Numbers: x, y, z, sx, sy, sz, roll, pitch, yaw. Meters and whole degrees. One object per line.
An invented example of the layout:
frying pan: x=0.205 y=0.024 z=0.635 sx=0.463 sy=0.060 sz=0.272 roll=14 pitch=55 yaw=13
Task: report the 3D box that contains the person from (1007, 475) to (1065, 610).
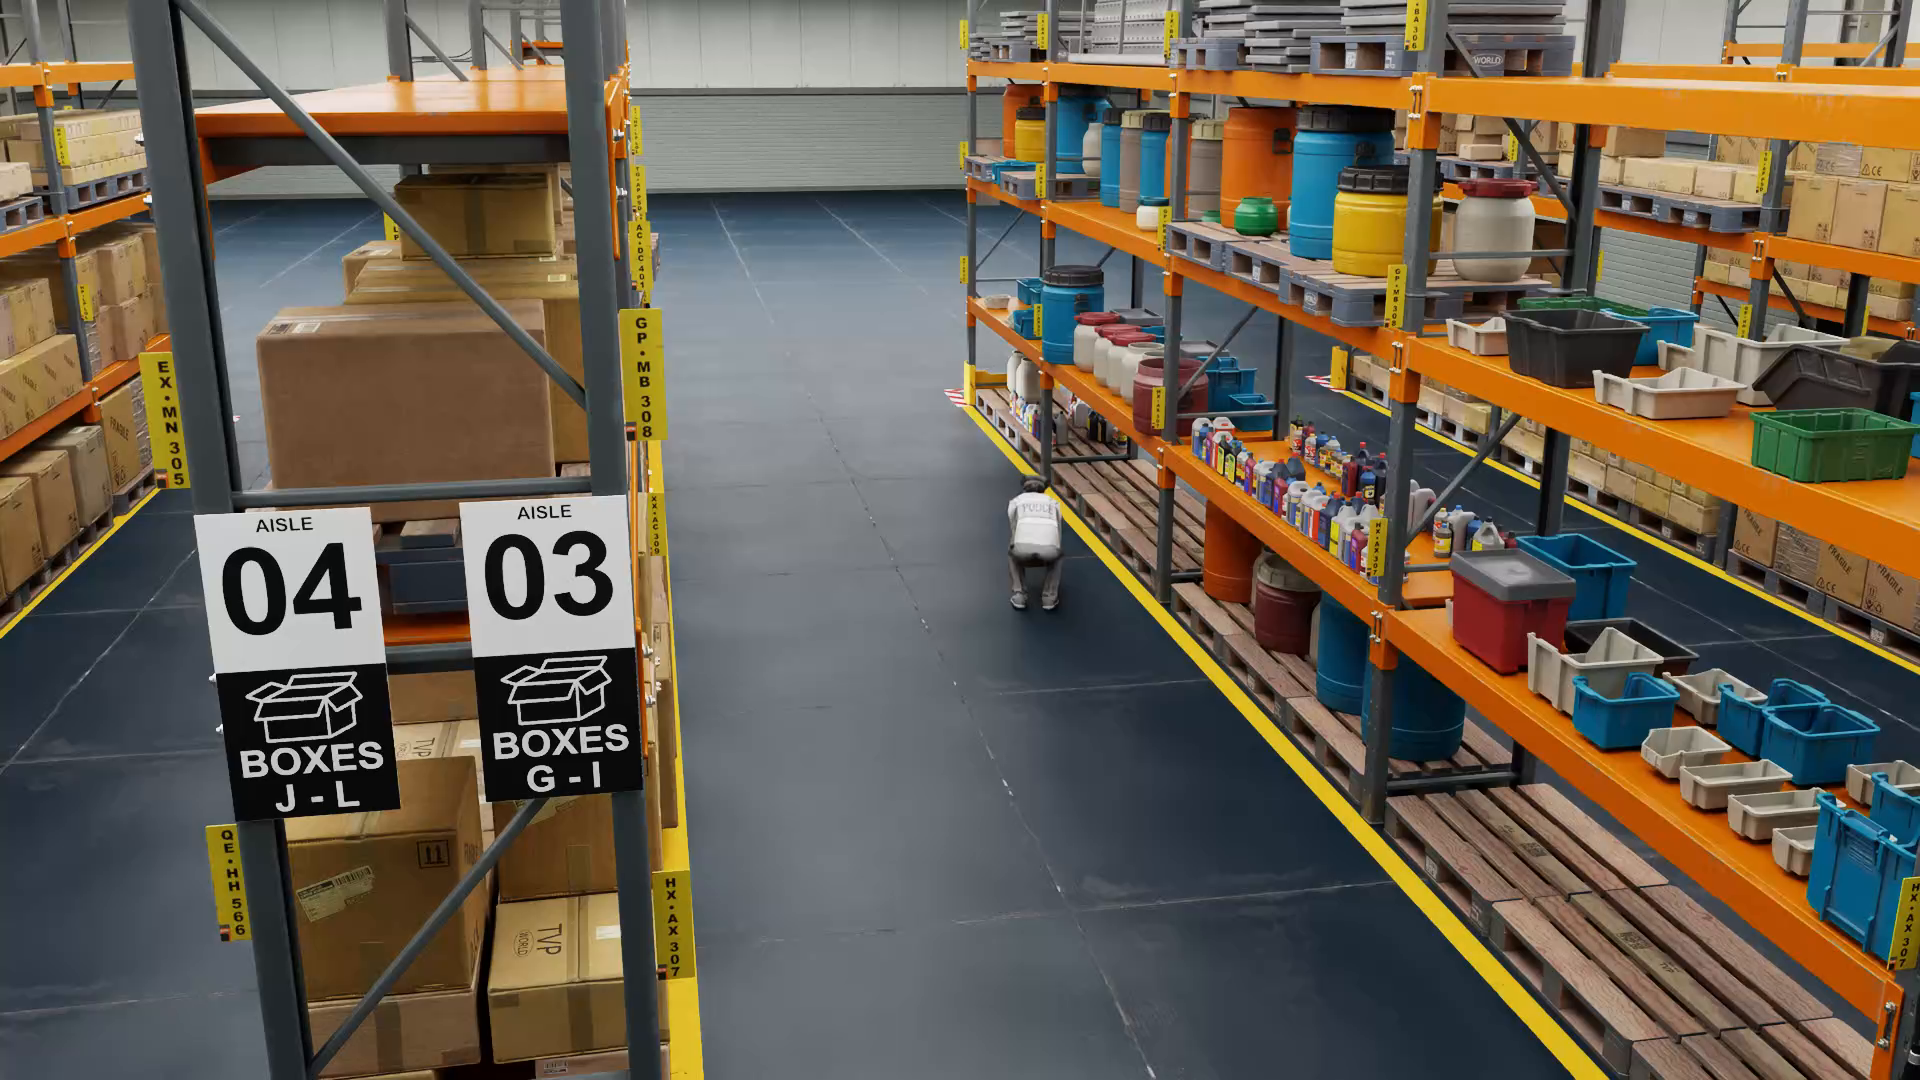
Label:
person: x=0.604 y=0.013 z=13.235 sx=0.459 sy=0.970 sz=0.906 roll=1 pitch=17 yaw=4
